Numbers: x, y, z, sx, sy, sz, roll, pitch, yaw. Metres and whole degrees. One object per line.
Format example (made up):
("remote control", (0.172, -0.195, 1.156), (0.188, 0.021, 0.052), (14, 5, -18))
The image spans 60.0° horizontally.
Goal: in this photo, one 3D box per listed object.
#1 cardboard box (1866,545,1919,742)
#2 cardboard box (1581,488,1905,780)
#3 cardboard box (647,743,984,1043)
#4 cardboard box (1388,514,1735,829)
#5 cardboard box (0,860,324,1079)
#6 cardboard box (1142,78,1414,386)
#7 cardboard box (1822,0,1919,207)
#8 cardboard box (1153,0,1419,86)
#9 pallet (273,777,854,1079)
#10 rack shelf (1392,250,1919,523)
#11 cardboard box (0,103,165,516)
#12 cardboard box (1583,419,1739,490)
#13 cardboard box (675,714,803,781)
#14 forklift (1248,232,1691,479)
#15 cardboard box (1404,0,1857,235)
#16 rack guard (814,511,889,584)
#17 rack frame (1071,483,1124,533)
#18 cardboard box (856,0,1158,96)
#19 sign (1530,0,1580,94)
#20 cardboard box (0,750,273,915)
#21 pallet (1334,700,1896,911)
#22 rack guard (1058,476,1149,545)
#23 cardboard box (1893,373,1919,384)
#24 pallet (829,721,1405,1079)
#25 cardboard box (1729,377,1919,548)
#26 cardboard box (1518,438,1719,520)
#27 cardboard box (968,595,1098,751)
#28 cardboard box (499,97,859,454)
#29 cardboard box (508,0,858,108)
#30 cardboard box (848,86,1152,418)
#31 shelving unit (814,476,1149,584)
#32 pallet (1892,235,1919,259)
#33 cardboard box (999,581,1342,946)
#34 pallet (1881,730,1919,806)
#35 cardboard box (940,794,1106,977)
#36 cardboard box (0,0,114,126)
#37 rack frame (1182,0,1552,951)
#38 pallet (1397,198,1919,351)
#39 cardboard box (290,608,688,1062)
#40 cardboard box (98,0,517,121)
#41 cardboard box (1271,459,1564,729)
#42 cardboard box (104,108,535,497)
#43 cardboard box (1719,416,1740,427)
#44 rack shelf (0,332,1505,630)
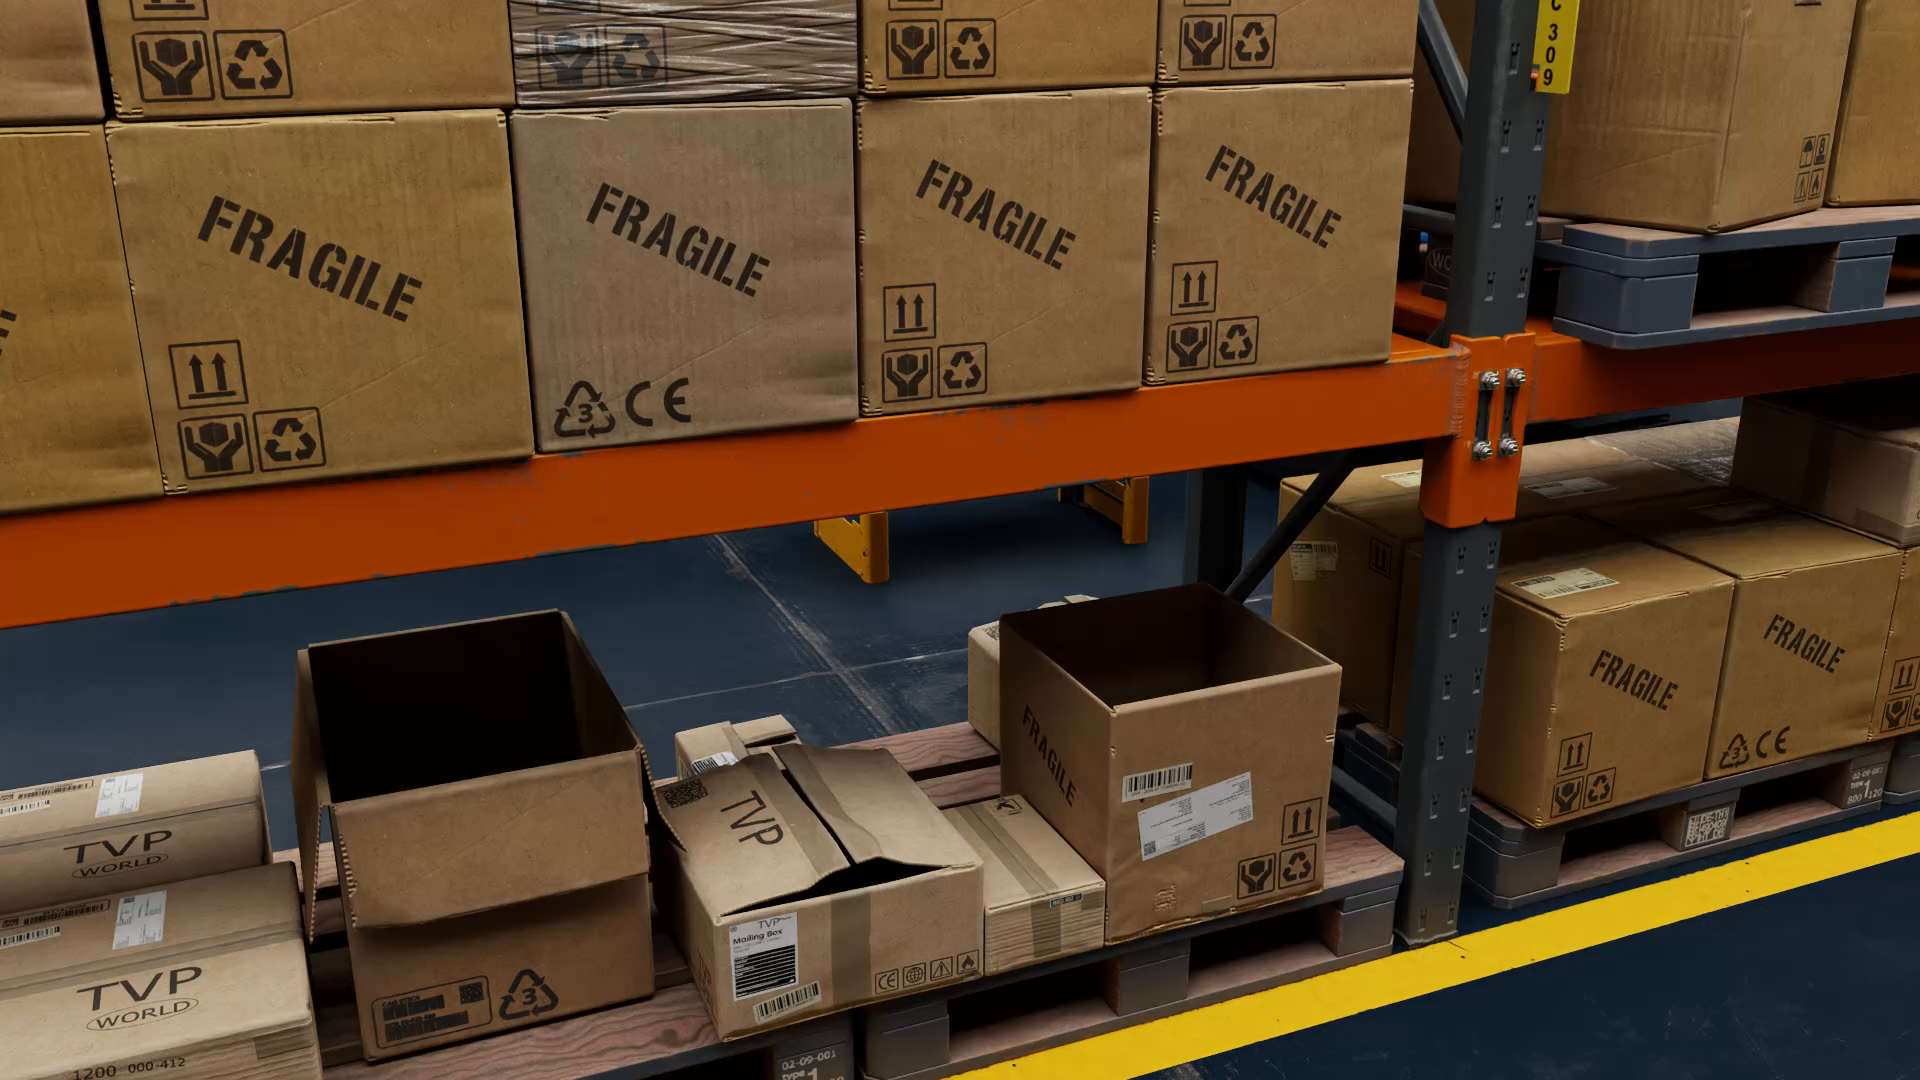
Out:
("cardboard box", (2.305, 0.144, 4.199), (0.500, 0.500, 0.500), (-8, 21, -21))
("cardboard box", (1.843, 0.207, 4.019), (0.500, 0.500, 0.500), (-8, 21, -21))
("cardboard box", (-0.282, 0.619, 3.133), (0.500, 0.311, 0.500), (-8, 21, -22))
("cardboard box", (1.358, 0.281, 3.810), (0.500, 0.500, 0.500), (-9, 21, -24))
("cardboard box", (-1.326, 0.798, 2.718), (0.500, 0.250, 0.500), (-8, 21, -22))
("cardboard box", (0.460, -0.605, 3.072), (0.500, 0.500, 0.500), (-8, 21, -21))
("cardboard box", (1.947, -1.051, 3.707), (0.500, 0.500, 0.700), (-5, 20, -13))
("cardboard box", (0.455, -1.075, 2.902), (0.500, 0.500, 0.500), (-8, 21, -22))
("pallet", (-0.936, 0.866, 3.246), (1.213, 0.211, 1.003), (-8, 21, -22))
("rack shelf", (2.653, -0.625, 4.365), (4.000, 0.370, 1.077), (-8, 21, -22))
("cardboard box", (-1.410, -0.335, 2.307), (0.500, 0.500, 0.500), (-8, 21, -22))
("cardboard box", (2.075, -0.011, 4.637), (0.500, 0.500, 0.500), (-8, 21, -21))
("cardboard box", (-0.444, 0.533, 3.594), (0.250, 0.166, 0.380), (-8, 21, -22))
("forklift", (2.494, -1.845, 6.849), (3.031, 2.935, 1.130), (-11, 22, -27))
("cardboard box", (1.341, -0.941, 3.395), (0.500, 0.500, 0.700), (-17, 26, -40))
("rack guard", (-0.387, -0.062, 5.823), (0.087, 0.250, 0.587), (-8, 21, -22))
("rack frame", (0.545, -0.786, 5.995), (0.032, 1.500, 0.500), (-8, 21, -22))
("cardboard box", (-0.014, -1.007, 2.708), (0.500, 0.500, 0.500), (-9, 21, -23))
("sign", (1.039, -0.945, 2.887), (0.005, 0.325, 0.100), (-8, 21, -22))
("cardboard box", (-1.570, 0.652, 3.133), (0.500, 0.250, 0.500), (-8, 21, -22))
("pallet", (1.549, 0.495, 4.298), (1.213, 0.211, 1.003), (-8, 21, -22))
("rack guard", (0.527, -0.193, 6.195), (0.087, 0.250, 0.587), (-8, 21, -22))
("cardboard box", (2.736, -0.271, 4.247), (0.500, 0.250, 0.500), (-9, 21, -23))
("pallet", (0.186, 0.704, 3.705), (1.213, 0.211, 1.003), (-8, 21, -22))
("cardboard box", (2.276, -0.205, 4.059), (0.500, 0.250, 0.500), (-8, 21, -22))
("cardboard box", (1.614, 0.055, 4.450), (0.500, 0.500, 0.500), (-8, 21, -22))
("cardboard box", (0.346, 0.348, 3.902), (0.500, 0.311, 0.500), (-8, 21, -22))
("cardboard box", (-0.484, -0.468, 2.685), (0.500, 0.500, 0.500), (-8, 21, -21))
("cardboard box", (-0.477, -0.940, 2.520), (0.500, 0.500, 0.500), (-8, 21, -21))
("cardboard box", (-0.013, -0.536, 2.879), (0.500, 0.500, 0.500), (-8, 21, -20))
("shelving unit", (0.070, -0.717, 5.801), (1.083, 1.500, 0.587), (-8, 21, -22))
("pallet", (2.706, -0.880, 4.294), (1.213, 0.211, 1.003), (-8, 21, -22))
("cardboard box", (0.406, 0.431, 3.381), (0.500, 0.500, 0.500), (-8, 21, -22))
("pallet", (2.671, 0.333, 4.757), (1.213, 0.211, 1.003), (-8, 21, -22))
("cardboard box", (0.086, 0.665, 3.248), (0.250, 0.149, 0.380), (-8, 21, -22))
("cardboard box", (-1.406, -0.807, 2.143), (0.500, 0.500, 0.500), (-8, 21, -21))
("rack frame", (0.817, -0.702, 3.498), (0.127, 3.000, 1.000), (-8, 21, -22))
("pallet", (1.594, -0.683, 3.734), (1.213, 0.211, 1.003), (-8, 21, -22))
("cardboard box", (-0.906, 0.517, 3.133), (0.637, 0.503, 0.797), (-8, 21, -22))
("cardboard box", (-0.939, -0.875, 2.333), (0.500, 0.500, 0.500), (-8, 21, -22))
("cardboard box", (1.157, 0.118, 4.273), (0.500, 0.500, 0.500), (-8, 21, -22))
("cardboard box", (-0.951, -0.400, 2.492), (0.500, 0.500, 0.500), (-8, 21, -21))
("cardboard box", (2.541, -0.078, 4.829), (0.500, 0.500, 0.500), (-9, 21, -24))
("rack shelf", (-1.019, -0.099, 2.870), (4.000, 0.370, 1.077), (-8, 21, -22))
